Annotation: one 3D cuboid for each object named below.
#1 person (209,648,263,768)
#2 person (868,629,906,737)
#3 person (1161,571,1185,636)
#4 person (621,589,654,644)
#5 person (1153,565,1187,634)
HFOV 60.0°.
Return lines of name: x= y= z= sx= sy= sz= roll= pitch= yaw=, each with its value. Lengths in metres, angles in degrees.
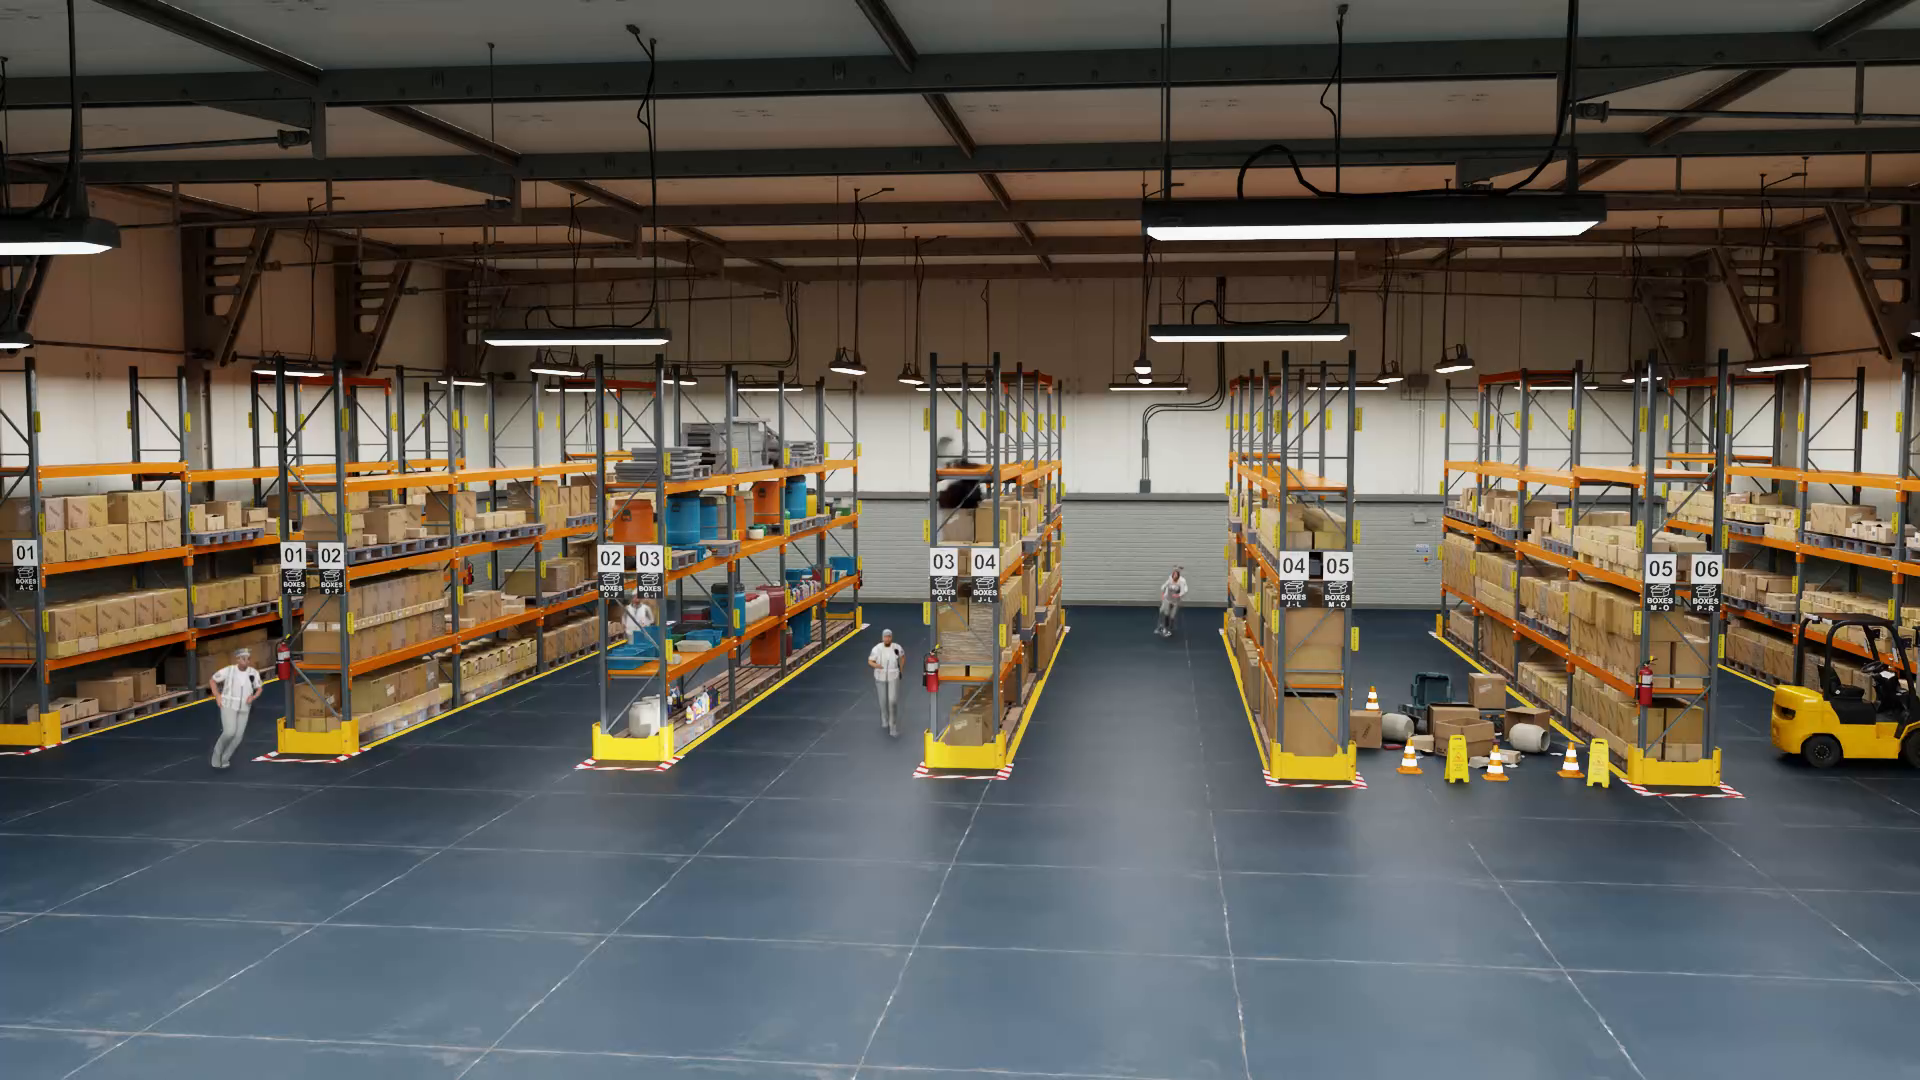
person: x=-10.480 y=2.429 z=24.125 sx=0.713 sy=1.725 sz=0.604 roll=-4 pitch=6 yaw=-44
person: x=-1.181 y=2.288 z=26.838 sx=0.587 sy=1.723 sz=0.746 roll=0 pitch=4 yaw=2
person: x=4.957 y=1.481 z=38.727 sx=0.544 sy=1.547 sz=0.551 roll=1 pitch=4 yaw=9
person: x=-6.321 y=1.834 z=32.572 sx=0.667 sy=1.736 sz=0.779 roll=0 pitch=4 yaw=0
person: x=5.061 y=1.416 z=39.457 sx=0.734 sy=1.677 sz=0.706 roll=3 pitch=5 yaw=41
